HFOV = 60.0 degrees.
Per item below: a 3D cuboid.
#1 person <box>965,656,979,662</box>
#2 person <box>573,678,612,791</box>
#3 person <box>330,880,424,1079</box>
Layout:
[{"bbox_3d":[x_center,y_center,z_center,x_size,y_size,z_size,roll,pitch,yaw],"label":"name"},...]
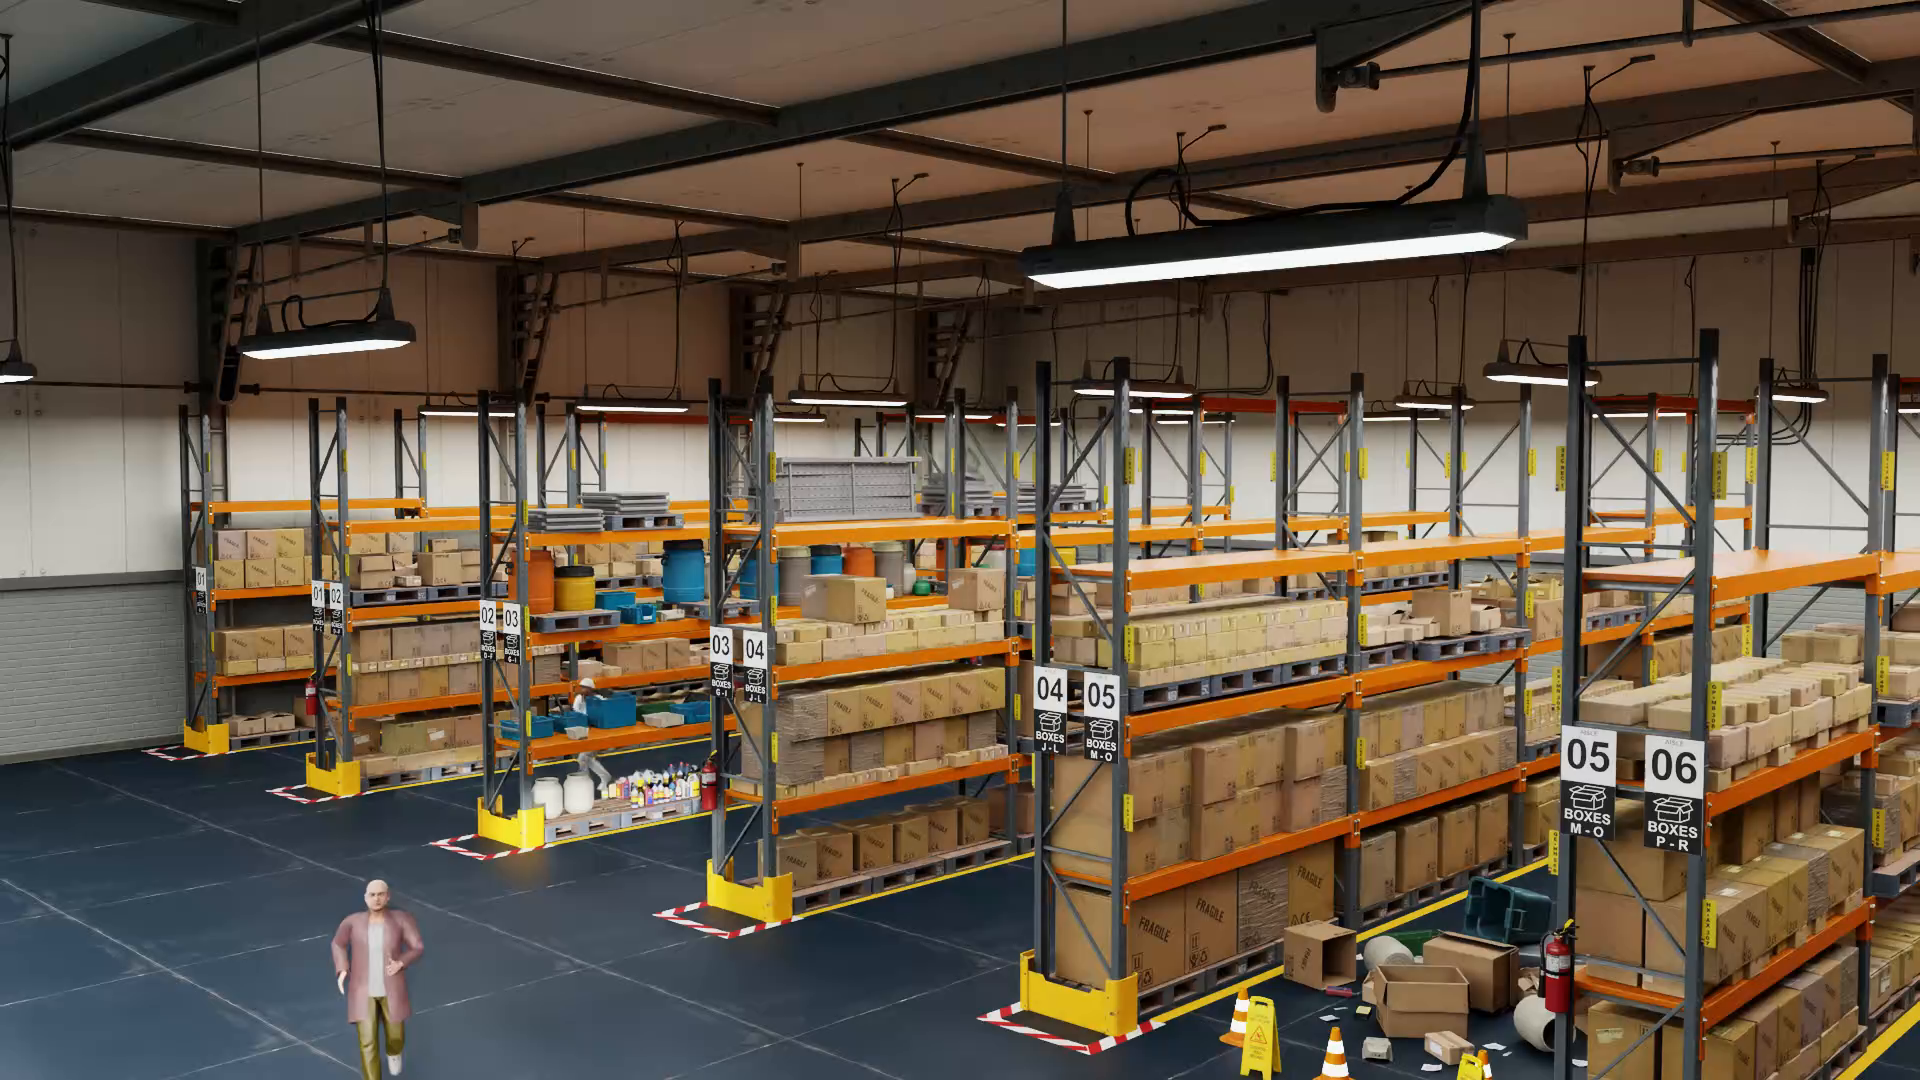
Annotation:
[{"bbox_3d":[0.297,2.599,32.623,0.640,1.733,0.703,2,4,37],"label":"person"},{"bbox_3d":[-5.570,2.953,24.916,0.673,1.793,0.922,2,4,39],"label":"person"},{"bbox_3d":[-4.655,3.587,13.288,0.720,1.746,0.913,-1,3,-16],"label":"person"}]
